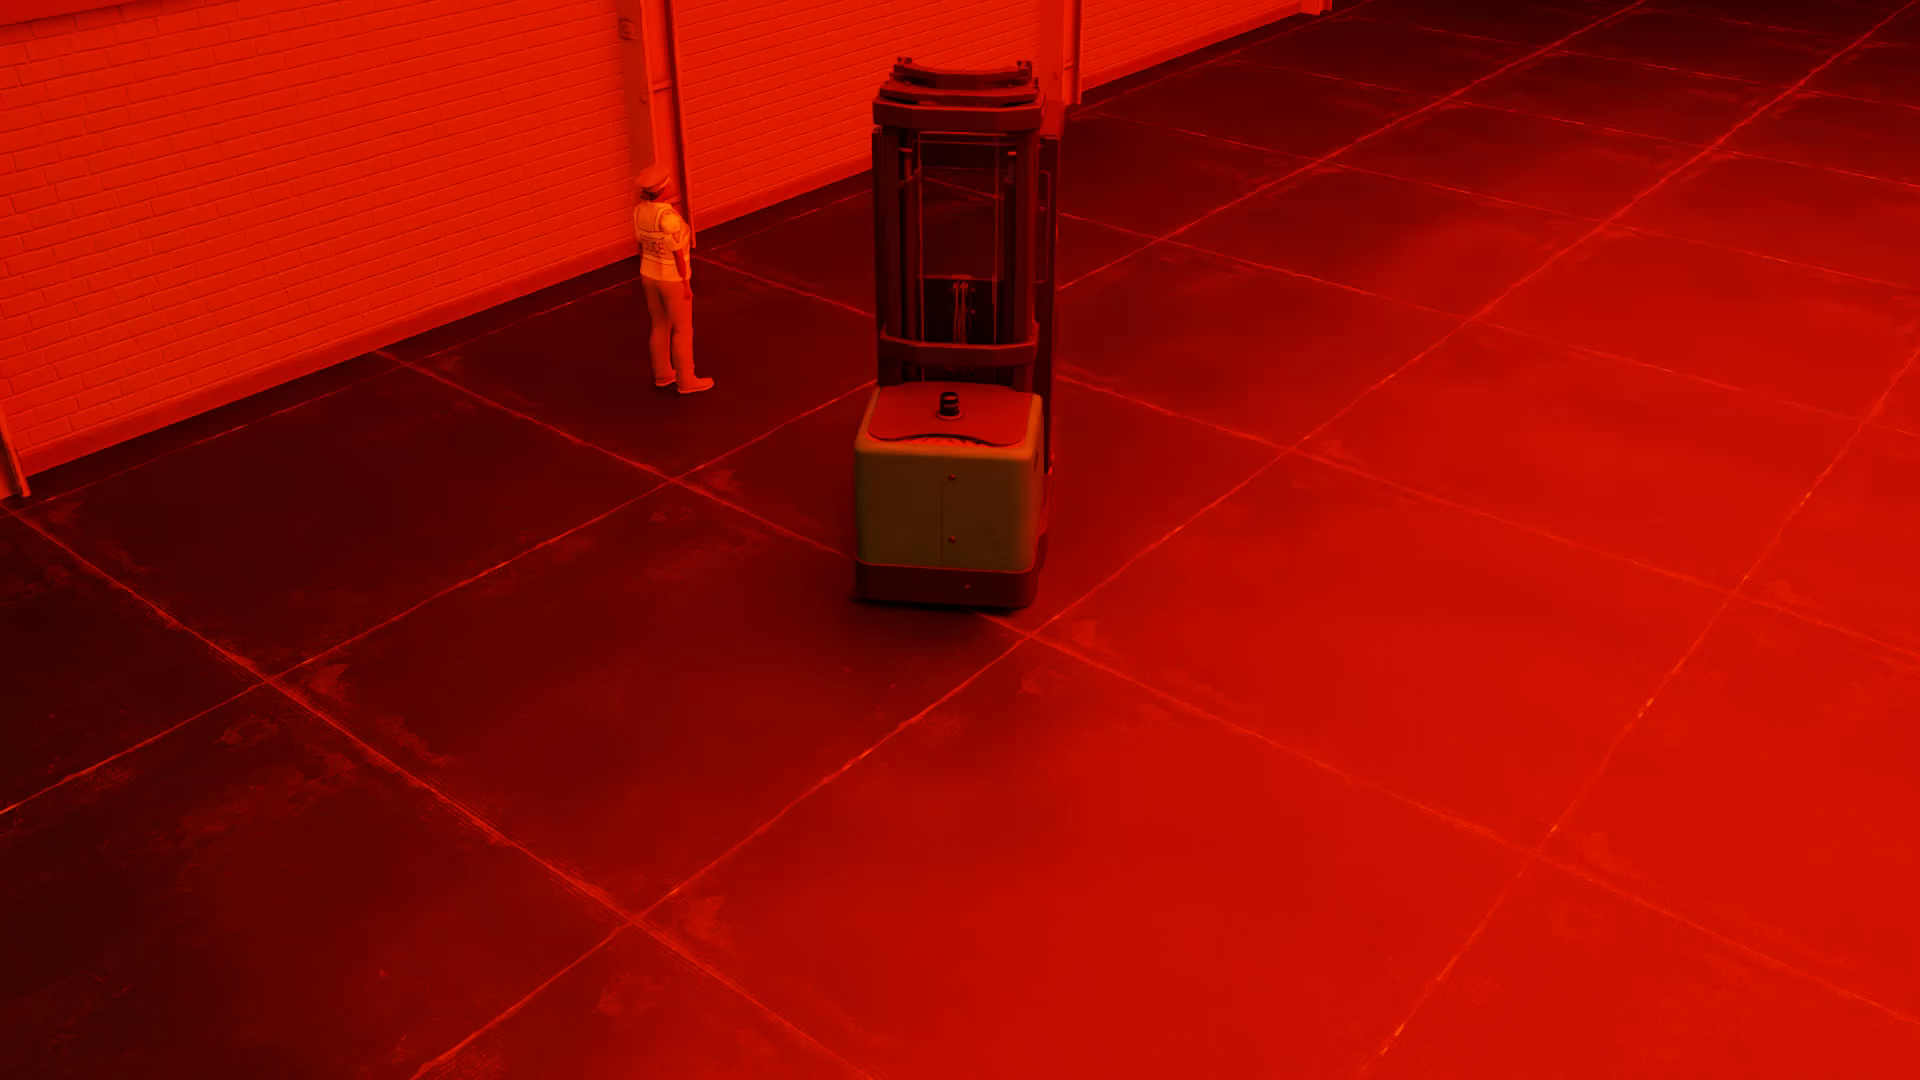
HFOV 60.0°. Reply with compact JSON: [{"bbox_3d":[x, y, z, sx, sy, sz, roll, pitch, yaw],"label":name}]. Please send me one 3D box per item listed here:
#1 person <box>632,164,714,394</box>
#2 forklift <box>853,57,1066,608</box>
[{"bbox_3d":[-2.108,-1.886,12.060,0.452,1.690,0.352,21,36,32],"label":"person"},{"bbox_3d":[0.059,-1.591,10.317,1.130,2.935,3.031,3,30,5],"label":"forklift"}]
